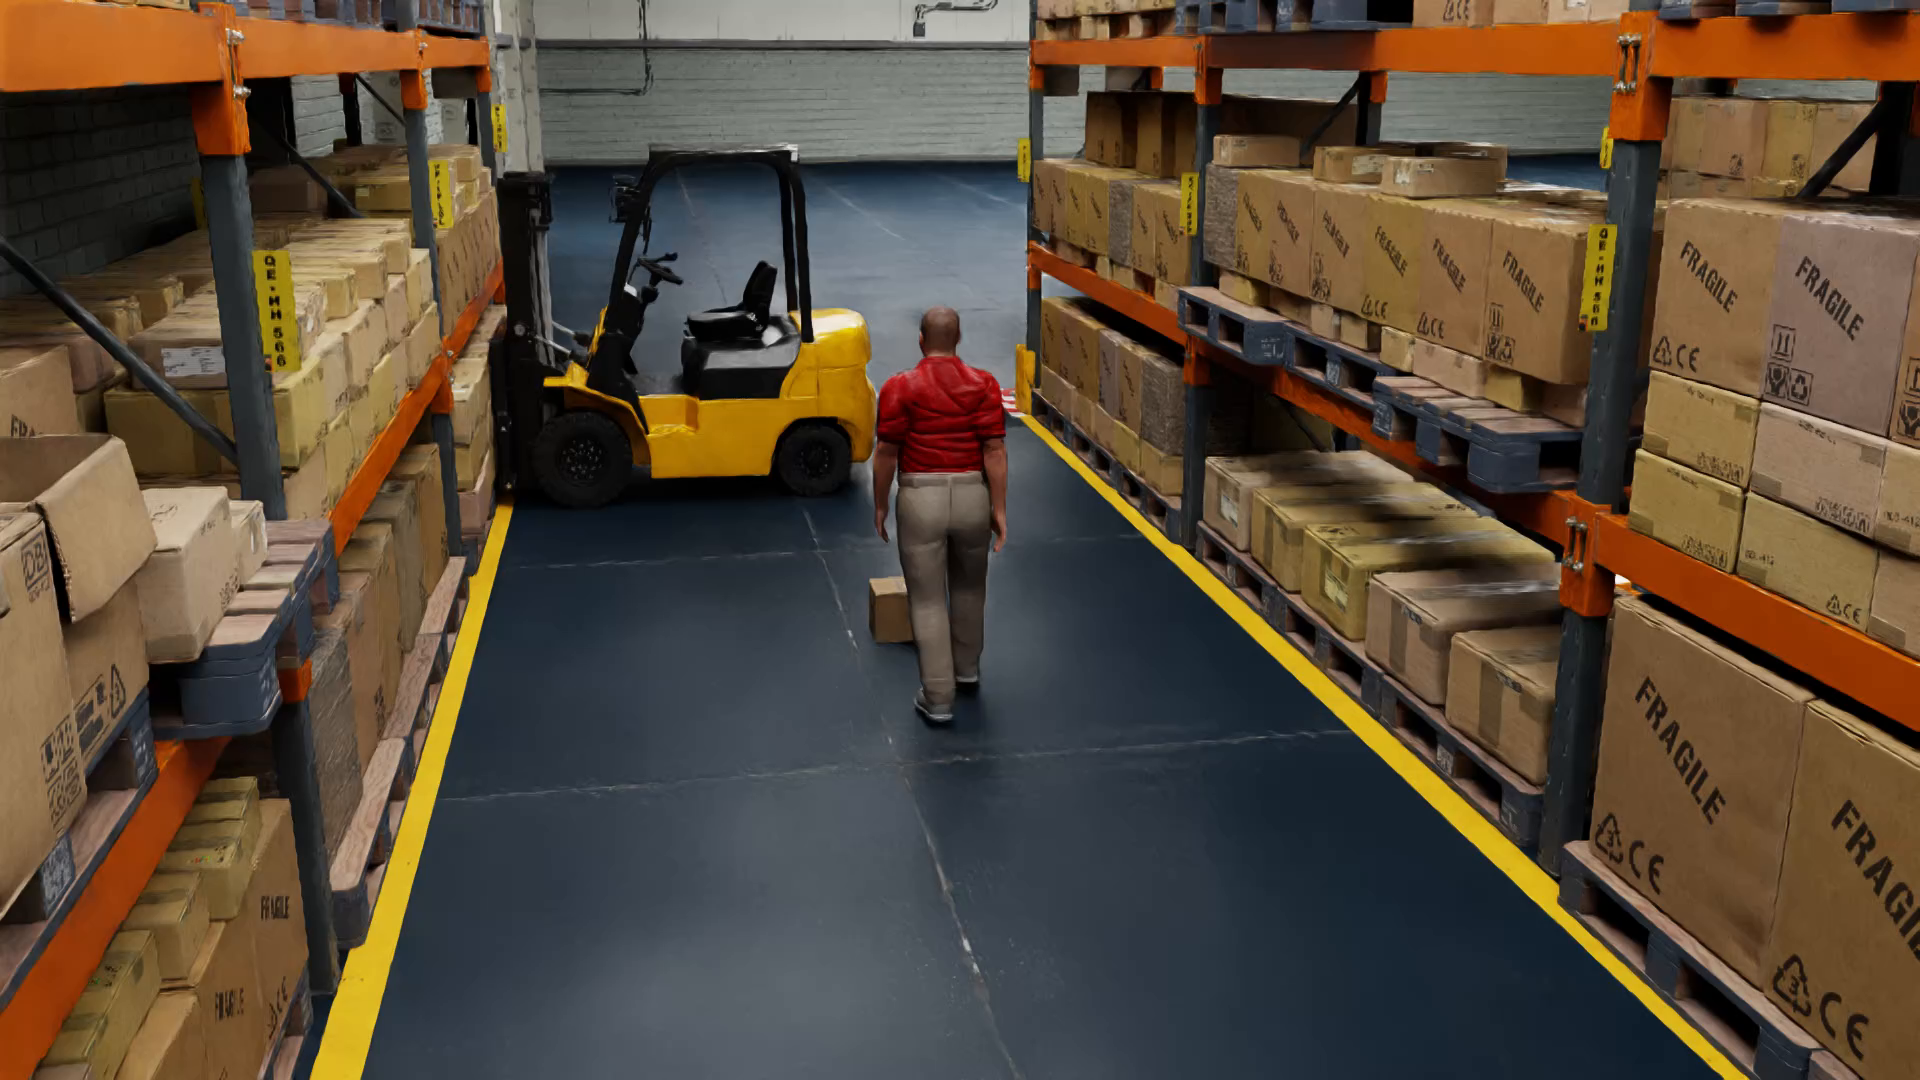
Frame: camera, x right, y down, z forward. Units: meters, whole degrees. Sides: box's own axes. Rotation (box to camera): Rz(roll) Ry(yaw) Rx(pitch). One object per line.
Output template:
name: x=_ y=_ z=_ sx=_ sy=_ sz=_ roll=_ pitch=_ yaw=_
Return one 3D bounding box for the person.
person: x=-0.112 y=-0.144 z=7.031 sx=0.539 sy=1.723 sz=0.705 roll=-4 pitch=17 yaw=-13
